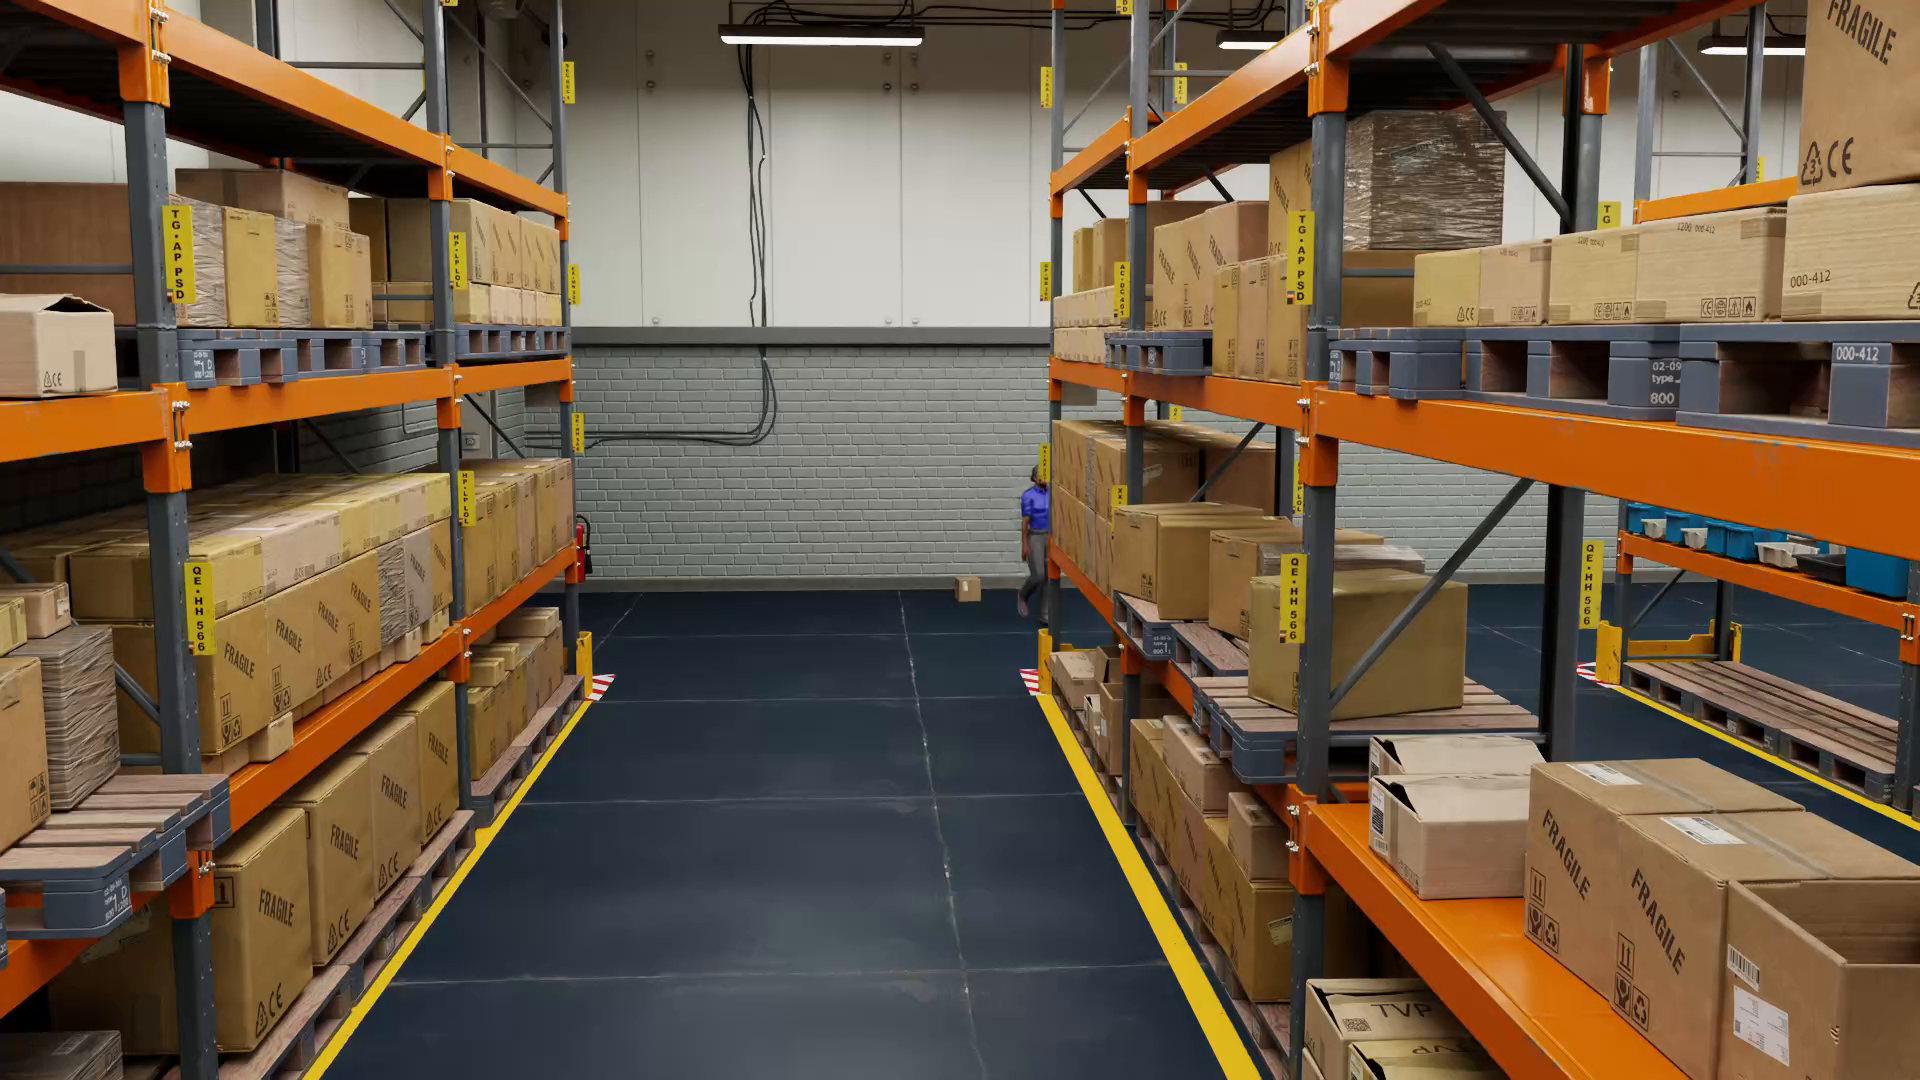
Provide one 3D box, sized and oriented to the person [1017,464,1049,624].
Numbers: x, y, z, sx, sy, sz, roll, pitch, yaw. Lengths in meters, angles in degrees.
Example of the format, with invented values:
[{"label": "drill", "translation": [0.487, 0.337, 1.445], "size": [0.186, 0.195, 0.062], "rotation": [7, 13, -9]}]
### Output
[{"label": "person", "translation": [0.824, 0.034, 17.278], "size": [0.466, 1.646, 0.485], "rotation": [-4, 8, -31]}]
